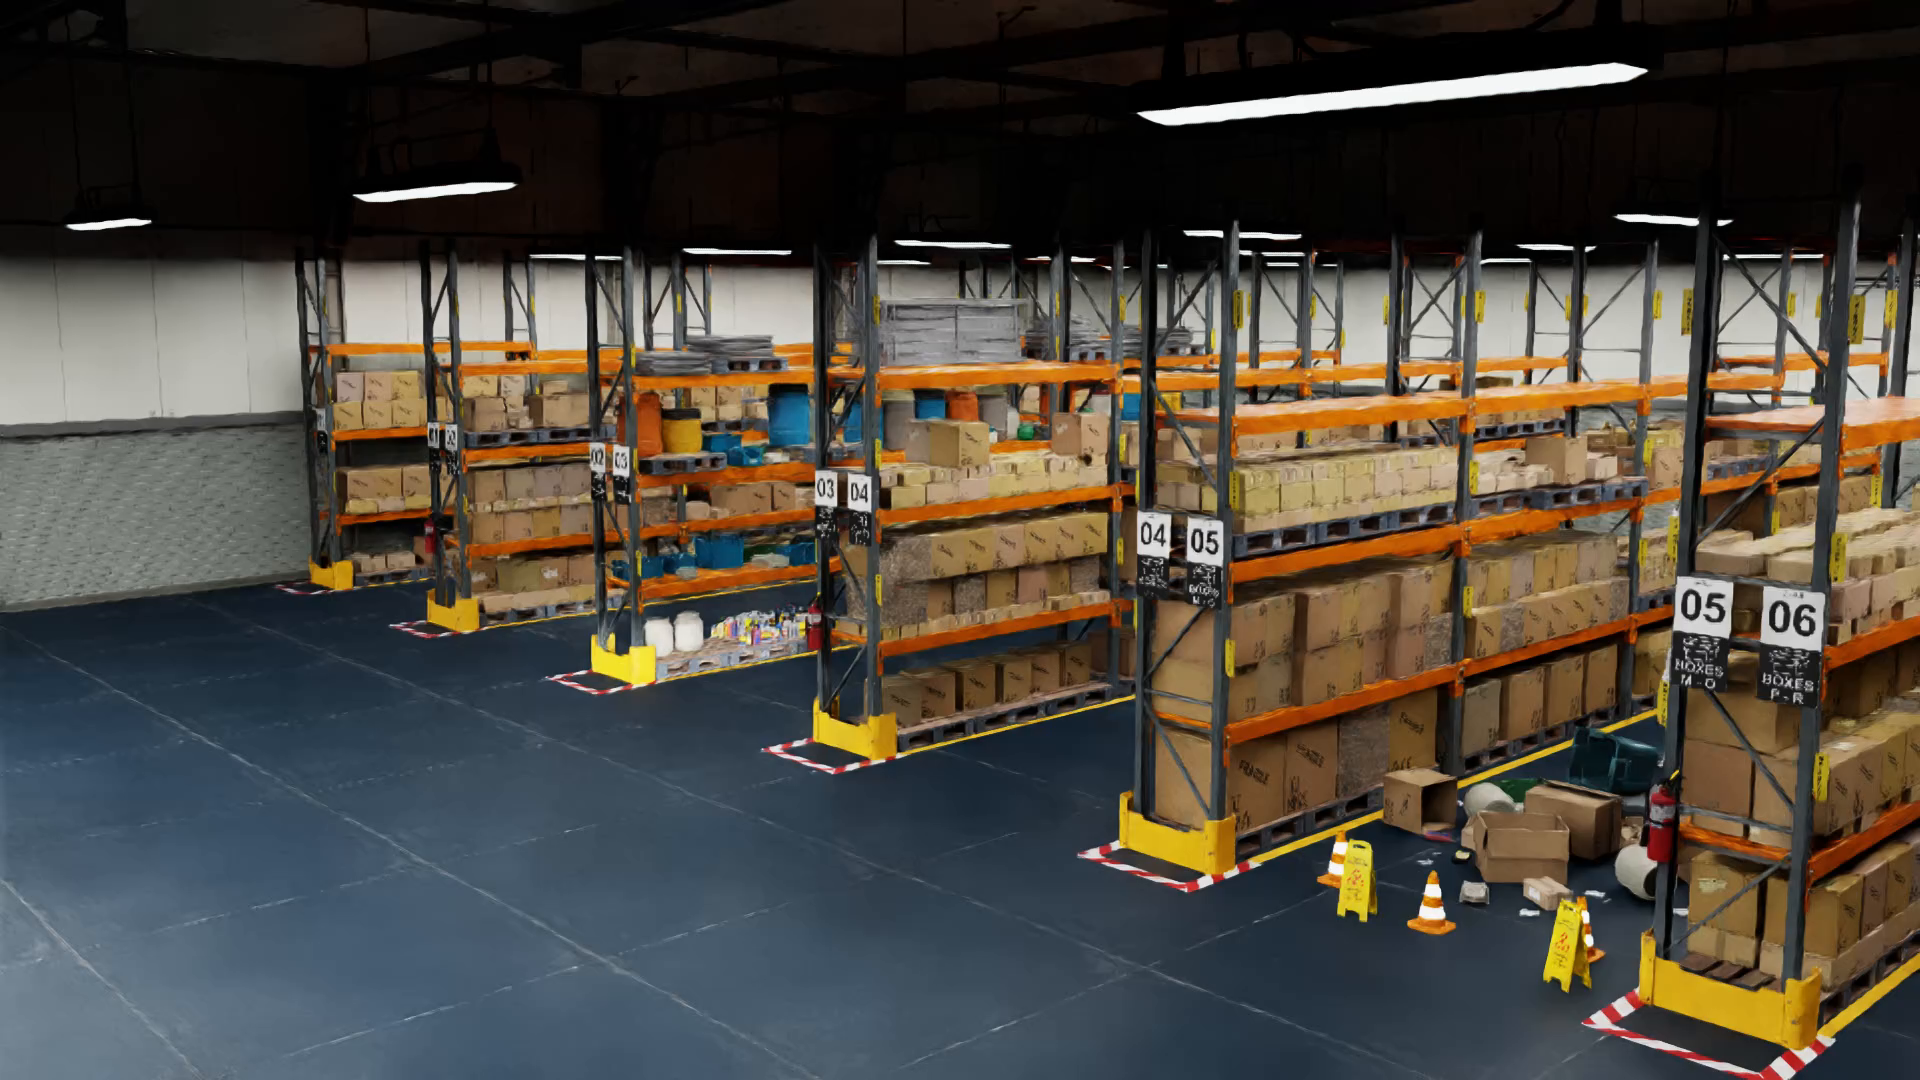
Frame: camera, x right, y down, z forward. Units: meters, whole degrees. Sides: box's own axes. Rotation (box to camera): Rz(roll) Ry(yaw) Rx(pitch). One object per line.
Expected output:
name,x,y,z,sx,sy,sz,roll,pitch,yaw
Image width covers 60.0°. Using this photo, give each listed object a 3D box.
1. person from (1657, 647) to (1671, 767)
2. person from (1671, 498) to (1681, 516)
person,7.892,1.701,18.265,0.467,1.599,0.450,-2,9,-12
person,12.896,-0.022,29.619,1.029,1.725,0.555,-8,12,-43
